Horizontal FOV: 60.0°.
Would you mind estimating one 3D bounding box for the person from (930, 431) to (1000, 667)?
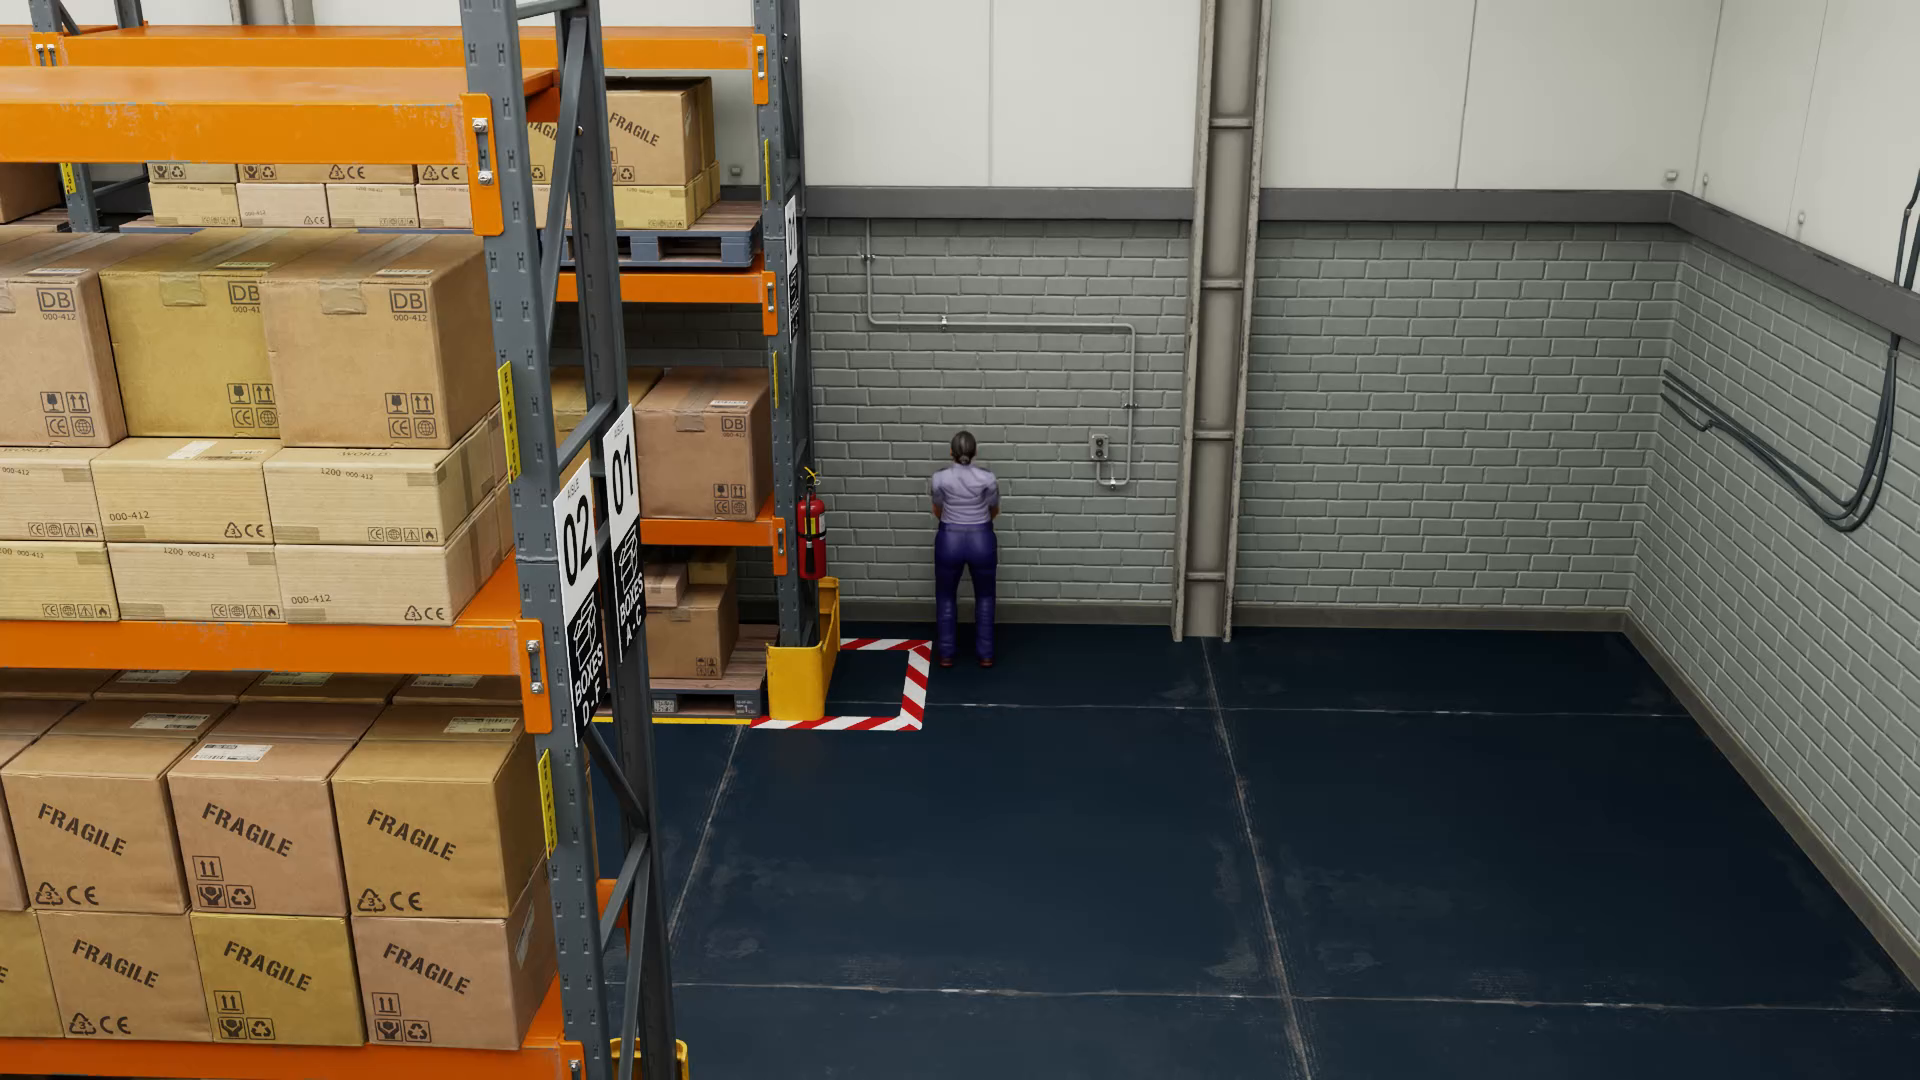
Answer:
[{"bbox_3d":[0.034,0.029,11.040,0.451,1.643,0.516,0,21,0],"label":"person"}]
